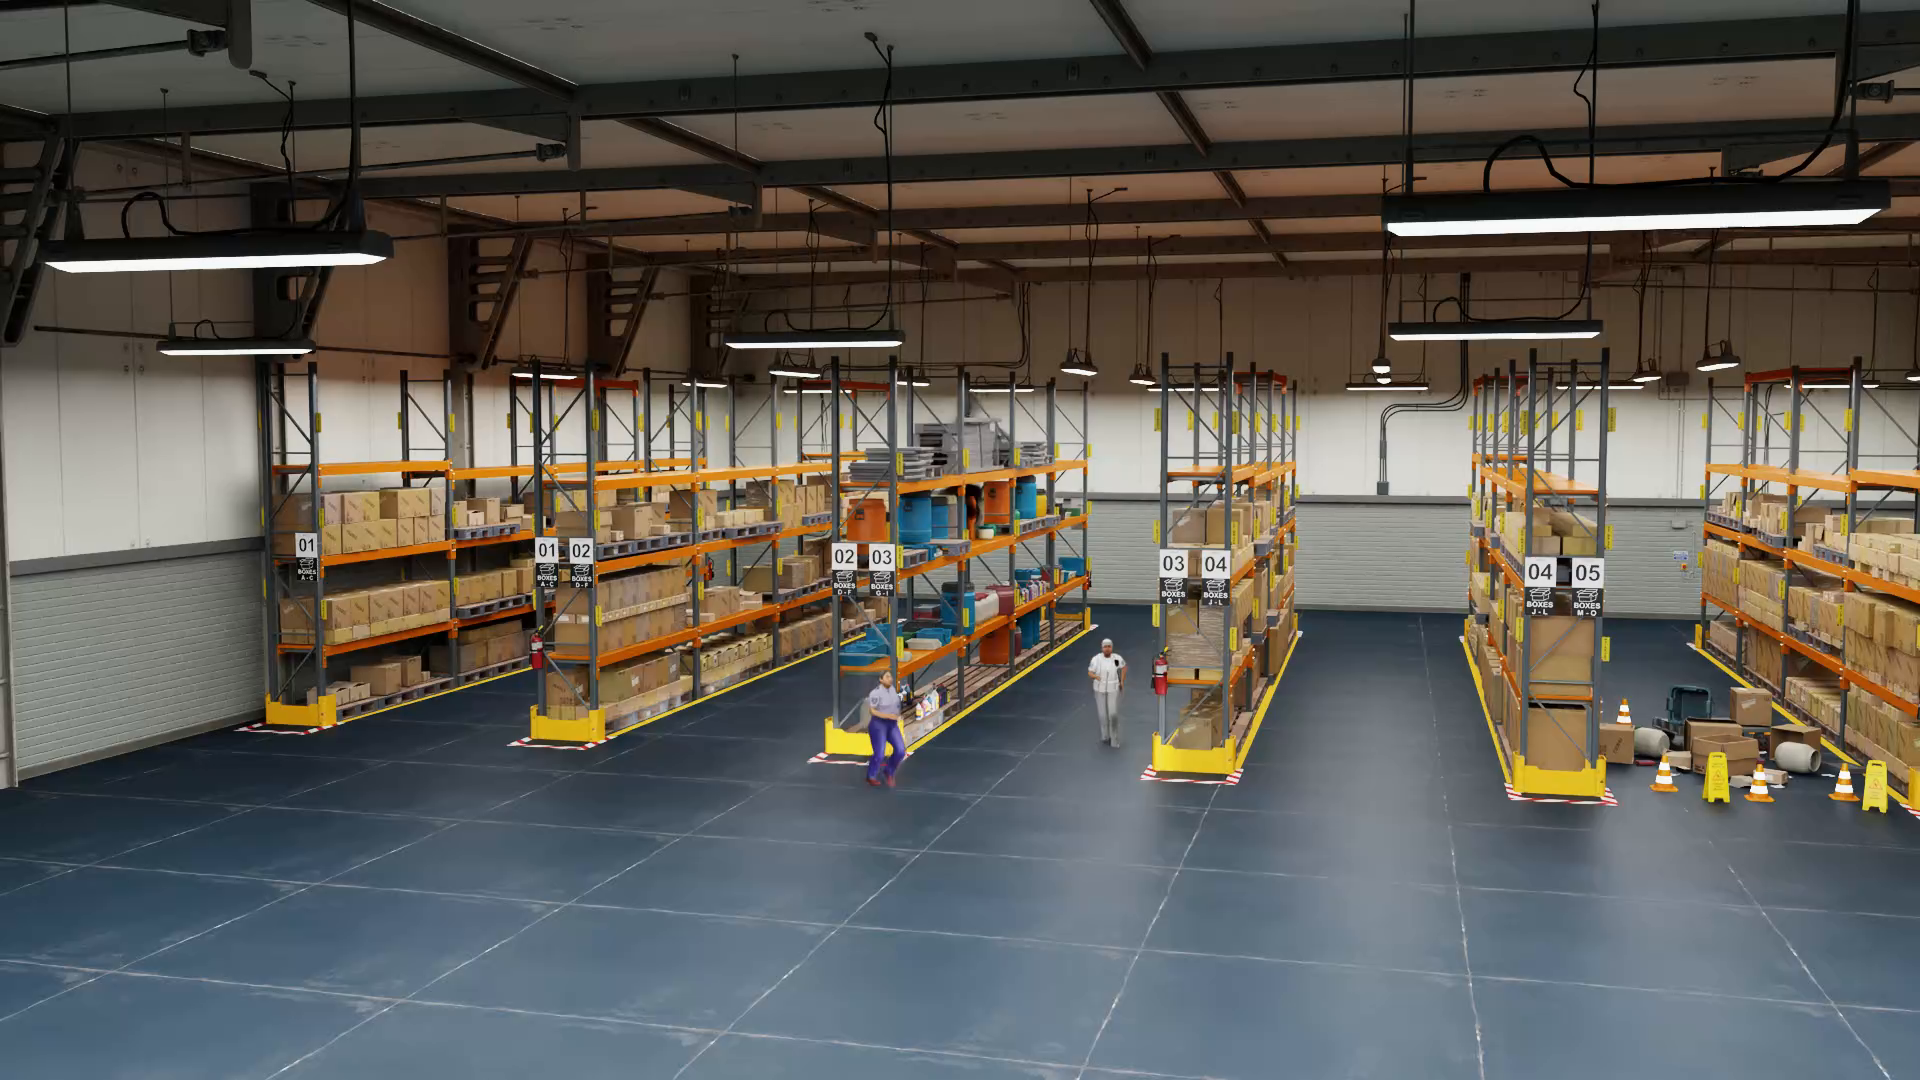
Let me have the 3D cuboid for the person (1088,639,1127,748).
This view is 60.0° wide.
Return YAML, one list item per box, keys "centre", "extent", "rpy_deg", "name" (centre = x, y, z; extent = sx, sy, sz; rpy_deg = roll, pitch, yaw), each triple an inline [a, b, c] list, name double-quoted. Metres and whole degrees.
- centre: [2.275, 2.381, 25.776]
  extent: [0.592, 1.718, 0.725]
  rpy_deg: [1, 4, 10]
  name: "person"

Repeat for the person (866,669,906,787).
- centre: [-1.001, 2.597, 22.806]
  extent: [0.627, 1.668, 0.671]
  rpy_deg: [-4, 6, -44]
  name: "person"
